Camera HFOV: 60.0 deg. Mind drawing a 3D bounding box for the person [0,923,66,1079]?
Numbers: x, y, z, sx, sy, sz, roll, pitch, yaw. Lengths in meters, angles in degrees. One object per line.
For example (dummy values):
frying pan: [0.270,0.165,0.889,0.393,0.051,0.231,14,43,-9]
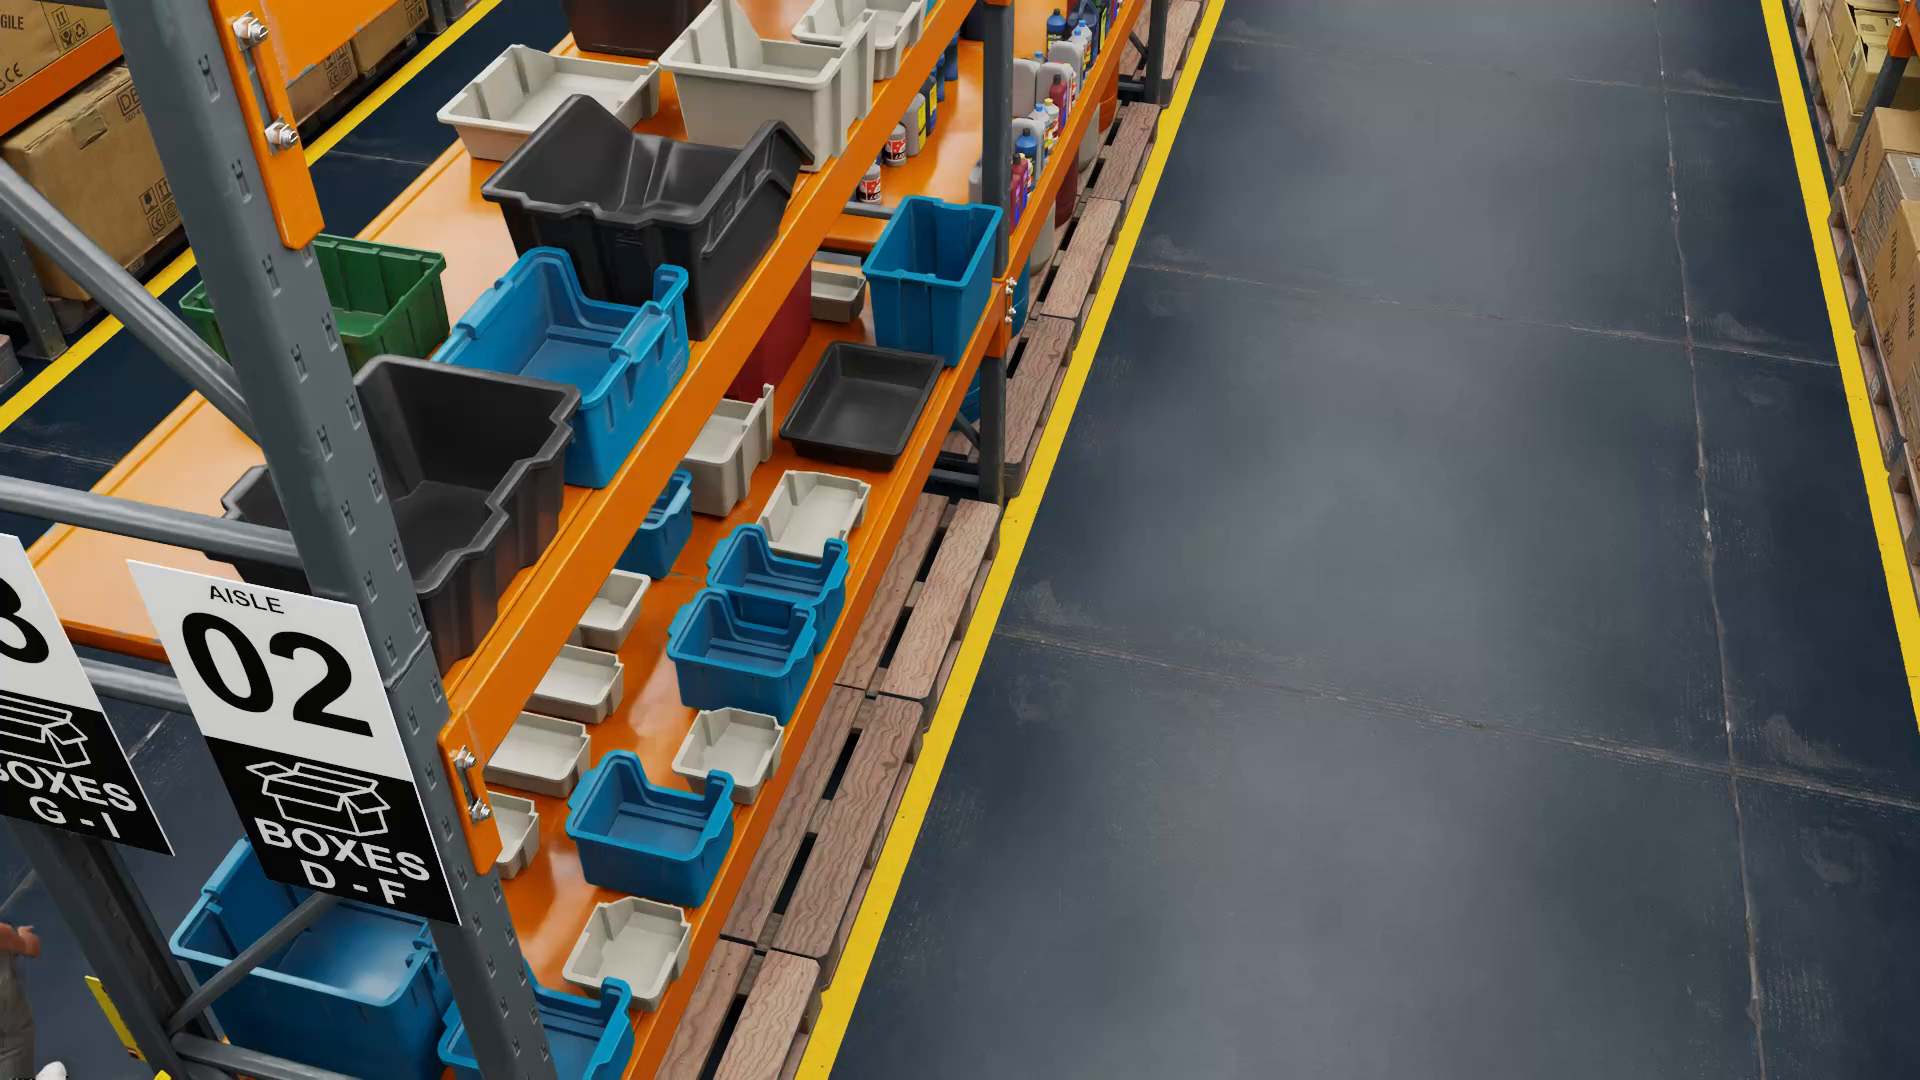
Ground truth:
person: [-2.928,1.203,4.760,0.616,1.647,0.460,16,44,17]
